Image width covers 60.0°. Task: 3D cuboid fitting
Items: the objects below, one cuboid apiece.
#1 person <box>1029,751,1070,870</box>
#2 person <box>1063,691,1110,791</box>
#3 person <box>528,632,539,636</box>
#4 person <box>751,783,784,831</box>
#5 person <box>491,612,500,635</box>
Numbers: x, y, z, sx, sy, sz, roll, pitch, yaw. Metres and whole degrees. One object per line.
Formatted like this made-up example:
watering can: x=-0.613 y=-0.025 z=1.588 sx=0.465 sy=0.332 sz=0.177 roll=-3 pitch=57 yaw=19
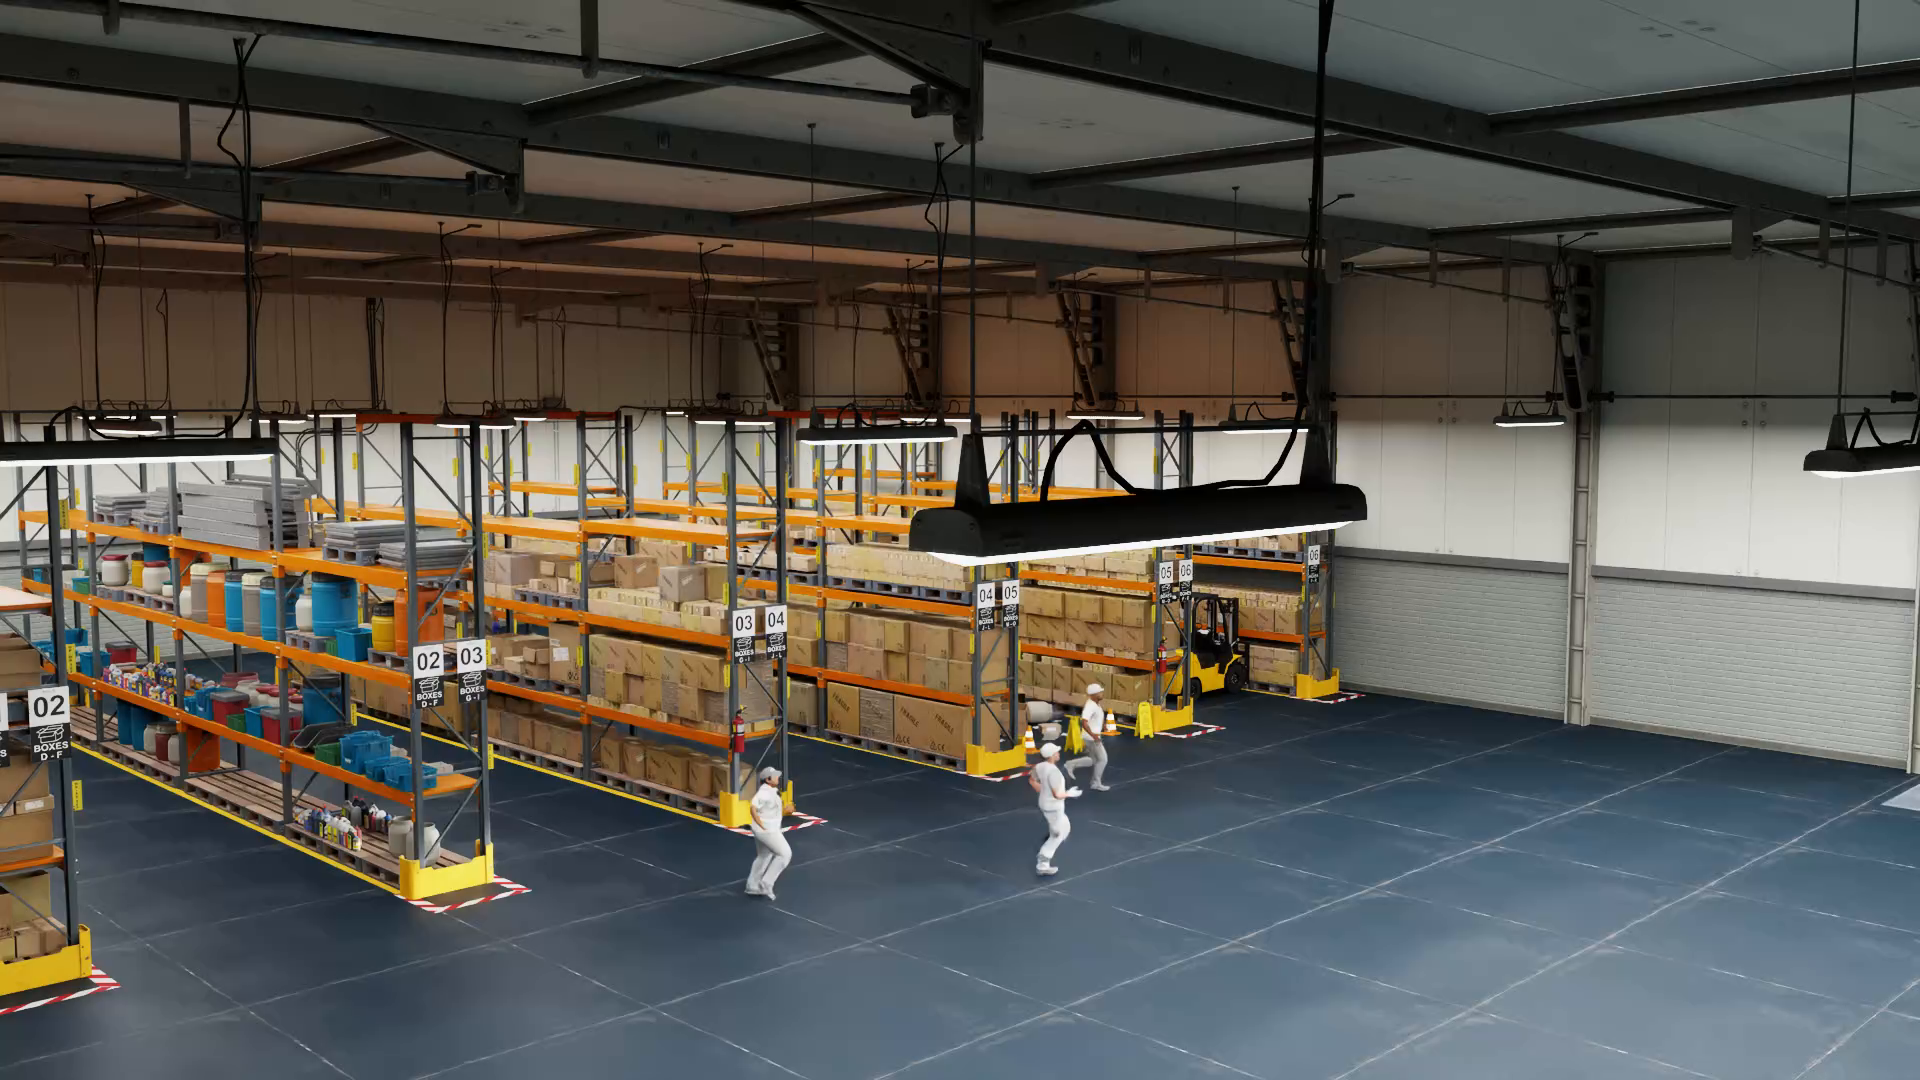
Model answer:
person: x=1.242 y=3.529 z=21.968 sx=0.527 sy=1.642 sz=0.641 roll=-1 pitch=5 yaw=-14
person: x=2.035 y=3.178 z=26.707 sx=0.753 sy=1.683 sz=0.685 roll=1 pitch=5 yaw=6
person: x=-8.383 y=2.235 z=32.821 sx=0.329 sy=0.841 sz=0.395 roll=5 pitch=7 yaw=43
person: x=-2.434 y=3.360 z=20.997 sx=0.452 sy=0.594 sz=0.554 roll=-1 pitch=5 yaw=-12
person: x=-10.384 y=2.011 z=36.690 sx=0.480 sy=0.854 sz=0.567 roll=4 pitch=7 yaw=41
